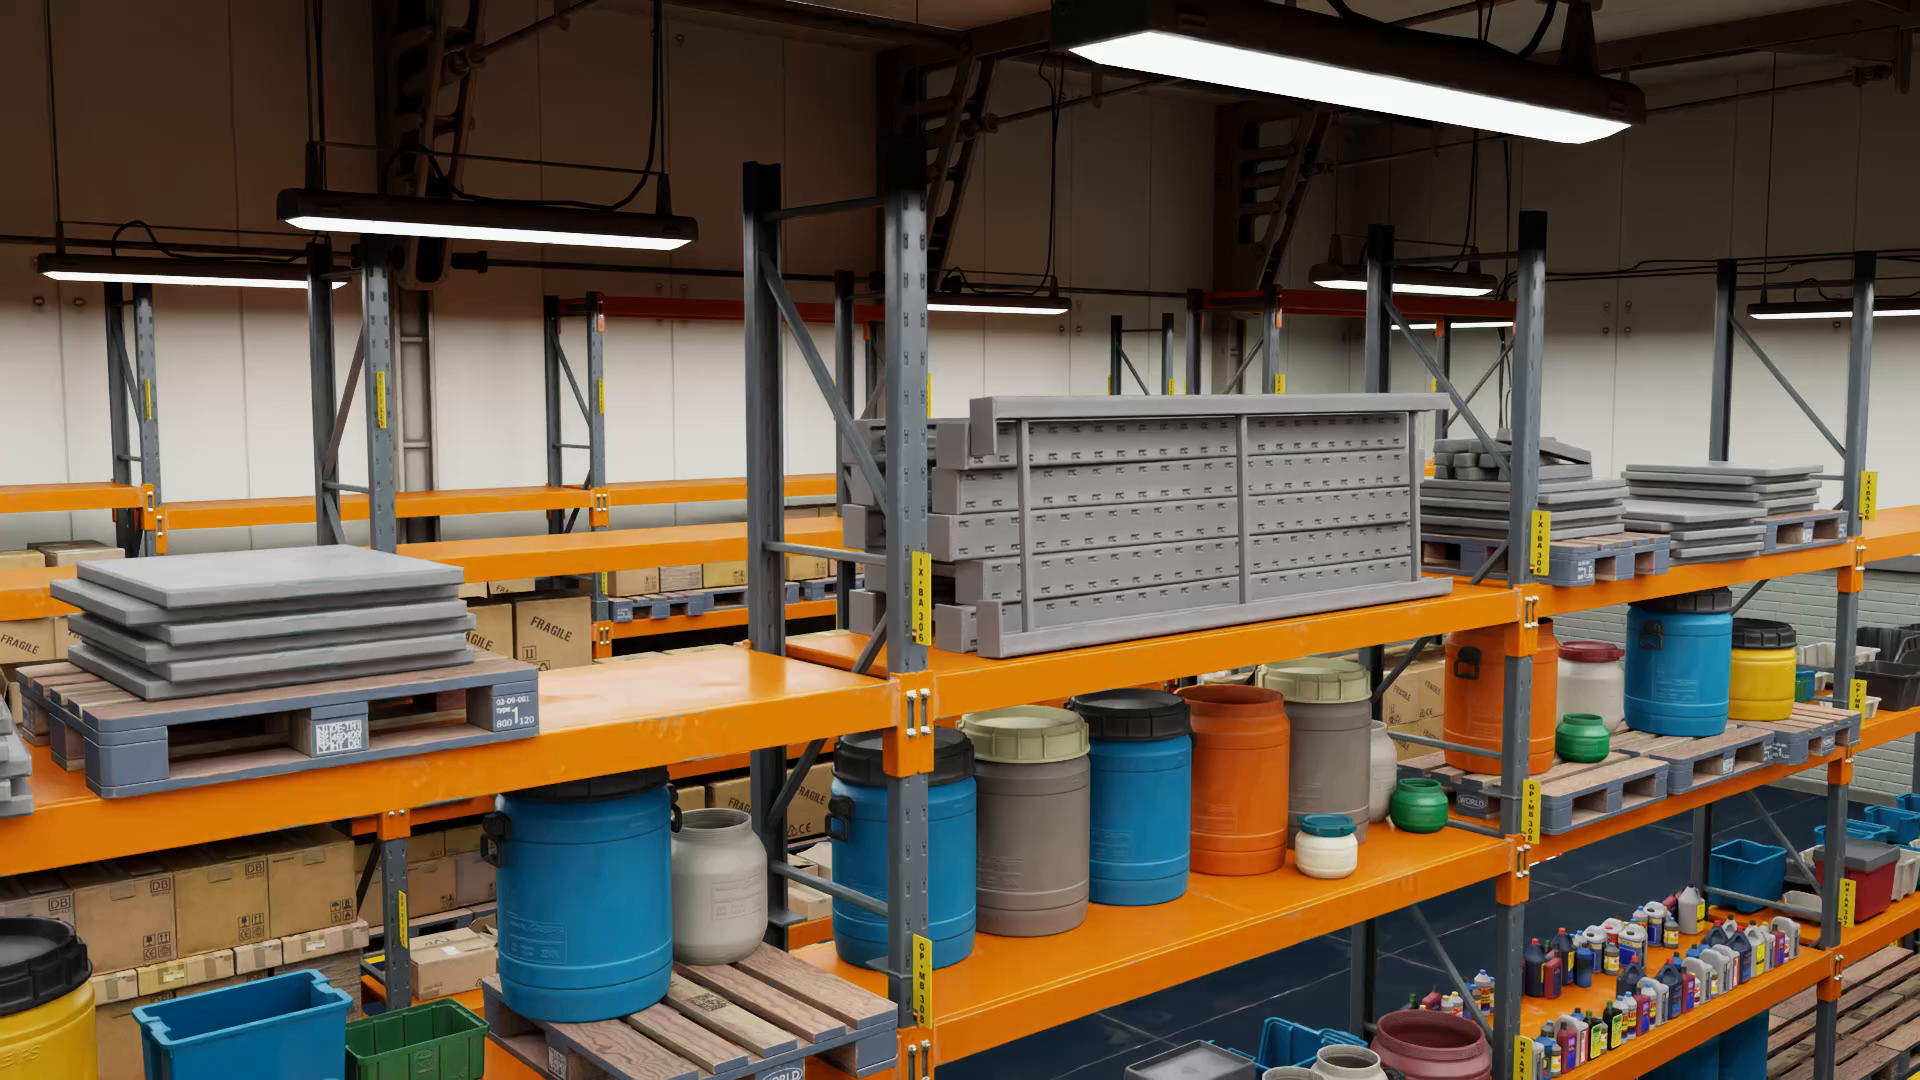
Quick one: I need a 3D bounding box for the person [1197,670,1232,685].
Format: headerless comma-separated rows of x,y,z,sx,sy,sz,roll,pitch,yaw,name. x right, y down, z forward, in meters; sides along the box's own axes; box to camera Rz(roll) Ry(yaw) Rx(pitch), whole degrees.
3.377,2.129,22.254,0.554,1.790,0.454,-2,6,-24,person
